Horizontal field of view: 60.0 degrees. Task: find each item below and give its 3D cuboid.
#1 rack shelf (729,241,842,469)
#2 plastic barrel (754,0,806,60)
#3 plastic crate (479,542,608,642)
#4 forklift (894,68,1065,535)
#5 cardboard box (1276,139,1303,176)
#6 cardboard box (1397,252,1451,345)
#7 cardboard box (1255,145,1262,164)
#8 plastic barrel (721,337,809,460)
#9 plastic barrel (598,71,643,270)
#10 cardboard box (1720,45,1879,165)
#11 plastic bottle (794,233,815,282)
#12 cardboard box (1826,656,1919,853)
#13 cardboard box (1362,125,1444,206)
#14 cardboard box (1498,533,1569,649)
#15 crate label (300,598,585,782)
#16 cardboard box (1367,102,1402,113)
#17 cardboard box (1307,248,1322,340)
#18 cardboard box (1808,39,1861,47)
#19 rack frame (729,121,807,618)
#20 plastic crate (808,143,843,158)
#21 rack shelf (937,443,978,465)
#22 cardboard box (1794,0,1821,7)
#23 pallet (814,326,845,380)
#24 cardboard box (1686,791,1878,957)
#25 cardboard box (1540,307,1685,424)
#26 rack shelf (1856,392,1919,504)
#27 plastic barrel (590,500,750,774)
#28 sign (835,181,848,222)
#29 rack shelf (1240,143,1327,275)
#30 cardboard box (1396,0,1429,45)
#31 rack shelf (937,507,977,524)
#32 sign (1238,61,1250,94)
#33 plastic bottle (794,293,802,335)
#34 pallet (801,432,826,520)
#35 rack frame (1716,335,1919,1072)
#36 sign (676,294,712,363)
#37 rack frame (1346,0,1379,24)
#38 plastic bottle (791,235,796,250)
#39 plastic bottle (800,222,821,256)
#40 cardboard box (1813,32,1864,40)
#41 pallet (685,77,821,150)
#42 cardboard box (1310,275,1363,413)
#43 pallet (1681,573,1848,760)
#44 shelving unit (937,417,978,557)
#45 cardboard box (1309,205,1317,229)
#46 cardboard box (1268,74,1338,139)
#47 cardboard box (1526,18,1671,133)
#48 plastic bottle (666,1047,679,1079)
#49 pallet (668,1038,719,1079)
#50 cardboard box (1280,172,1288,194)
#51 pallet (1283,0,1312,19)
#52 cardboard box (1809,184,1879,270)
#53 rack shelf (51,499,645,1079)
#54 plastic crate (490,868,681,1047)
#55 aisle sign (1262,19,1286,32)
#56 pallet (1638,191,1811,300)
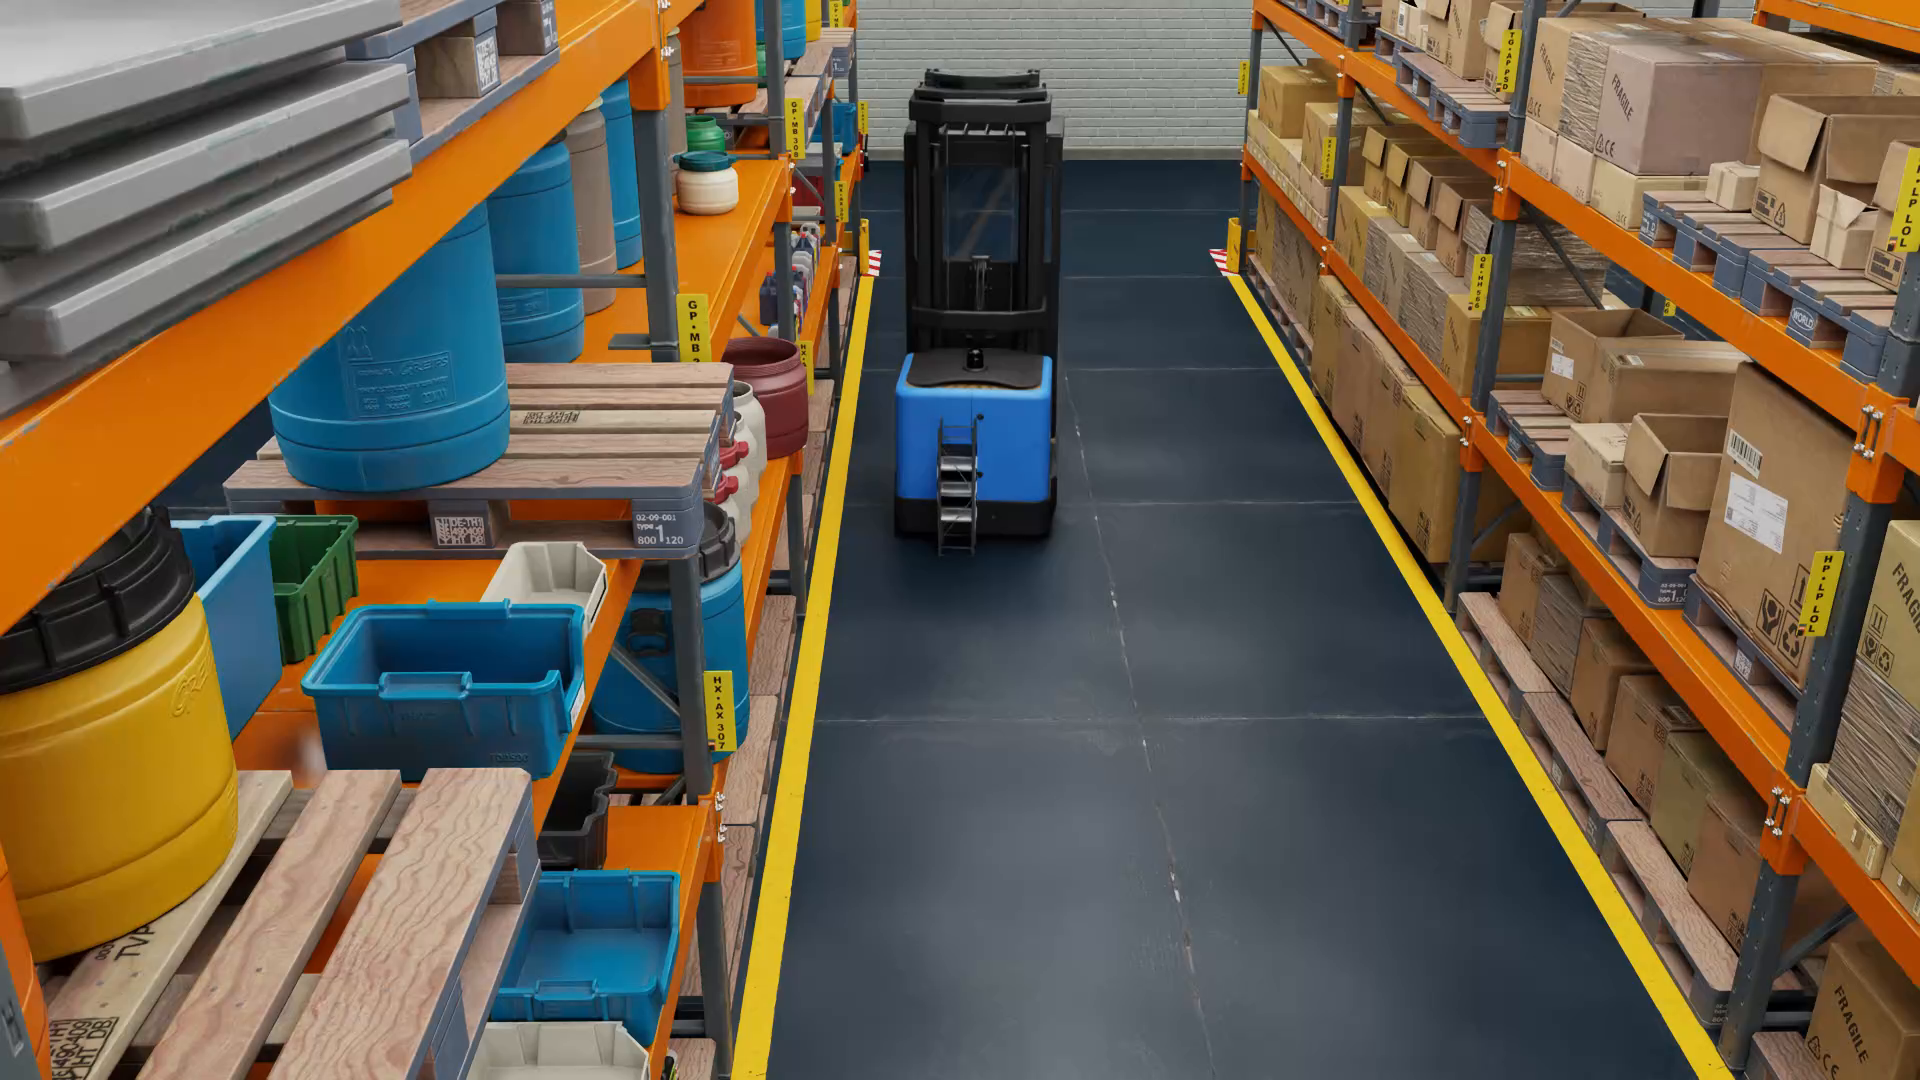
[{"bbox_3d":[-1.470,-1.410,11.600,1.077,0.370,4.000,0,24,-1],"label":"rack shelf"},{"bbox_3d":[-1.320,-3.645,10.912,0.600,0.901,0.708,0,24,-1],"label":"plastic barrel"},{"bbox_3d":[-0.982,0.148,3.963,0.243,0.136,0.396,0,24,-1],"label":"plastic crate"},{"bbox_3d":[0.177,-1.935,11.971,1.130,2.935,3.031,2,24,4],"label":"forklift"},{"bbox_3d":[3.178,-3.464,15.090,0.500,0.250,0.500,-1,24,-2],"label":"cardboard box"},{"bbox_3d":[3.243,-1.603,11.032,0.500,0.500,0.500,-1,24,-2],"label":"cardboard box"},{"bbox_3d":[3.099,-3.759,16.225,0.380,0.149,0.250,-1,24,-2],"label":"cardboard box"},{"bbox_3d":[-1.140,-0.785,9.182,0.600,0.536,0.708,0,24,-1],"label":"plastic barrel"},{"bbox_3d":[-1.641,-1.608,6.916,0.600,0.901,0.708,0,24,-1],"label":"plastic barrel"},{"bbox_3d":[3.767,-1.965,7.586,0.500,0.500,0.500,0,24,0],"label":"cardboard box"},{"bbox_3d":[-1.152,-2.086,12.281,0.144,0.351,0.185,0,24,-1],"label":"plastic bottle"},{"bbox_3d":[3.492,0.717,5.542,0.875,0.500,0.500,0,24,-1],"label":"cardboard box"},{"bbox_3d":[3.476,-2.823,12.514,0.797,0.503,0.637,-1,24,-2],"label":"cardboard box"},{"bbox_3d":[3.532,0.279,9.493,0.700,0.500,0.500,-2,24,-3],"label":"cardboard box"},{"bbox_3d":[-1.051,0.311,3.462,0.502,0.251,0.408,0,24,-1],"label":"crate label"},{"bbox_3d":[3.714,-3.394,14.026,0.500,0.500,0.500,0,24,-1],"label":"cardboard box"},{"bbox_3d":[3.534,-2.079,14.276,0.875,0.875,0.875,0,24,-1],"label":"cardboard box"},{"bbox_3d":[8.130,-4.455,15.765,0.500,0.500,0.500,0,24,1],"label":"cardboard box"},{"bbox_3d":[-1.448,-0.913,9.629,1.000,3.000,0.127,0,24,-1],"label":"rack frame"},{"bbox_3d":[-1.345,-3.782,16.219,0.396,0.136,0.243,0,24,-1],"label":"plastic crate"},{"bbox_3d":[-0.017,-0.559,10.819,0.258,0.077,0.200,2,24,4],"label":"rack shelf"},{"bbox_3d":[8.129,-5.108,15.446,0.500,0.250,0.500,1,24,1],"label":"cardboard box"},{"bbox_3d":[-1.538,-1.594,14.518,1.003,0.211,1.213,0,24,-1],"label":"pallet"},{"bbox_3d":[3.563,1.398,7.018,0.700,0.500,0.500,-2,24,-5],"label":"cardboard box"},{"bbox_3d":[3.551,-0.950,9.080,0.500,0.500,0.500,-3,25,-7],"label":"cardboard box"},{"bbox_3d":[3.570,0.498,3.742,1.077,0.370,4.000,0,24,-1],"label":"rack shelf"},{"bbox_3d":[-1.105,0.346,6.237,0.600,0.901,0.708,0,24,-1],"label":"plastic barrel"},{"bbox_3d":[-0.941,-2.689,13.220,0.100,0.325,0.005,0,24,-1],"label":"sign"},{"bbox_3d":[3.439,-3.080,15.293,1.077,0.370,4.000,0,24,-1],"label":"rack shelf"},{"bbox_3d":[3.383,-3.649,11.636,0.500,0.311,0.500,-1,24,-2],"label":"cardboard box"},{"bbox_3d":[-0.017,-0.149,11.004,0.258,0.077,0.200,2,24,4],"label":"rack shelf"},{"bbox_3d":[2.863,-4.663,16.772,0.100,0.325,0.005,0,24,-1],"label":"sign"},{"bbox_3d":[-1.096,-1.516,11.104,0.061,0.283,0.133,0,24,-1],"label":"plastic bottle"},{"bbox_3d":[-1.509,-0.469,12.031,1.003,0.211,1.213,0,24,-1],"label":"pallet"},{"bbox_3d":[3.548,0.713,6.034,1.000,3.000,0.127,0,24,-1],"label":"rack frame"},{"bbox_3d":[-0.854,-0.634,5.360,0.100,0.325,0.005,0,24,-1],"label":"sign"},{"bbox_3d":[3.461,-5.317,12.087,1.000,3.000,0.127,0,24,-1],"label":"rack frame"},{"bbox_3d":[-1.298,-2.161,12.448,0.144,0.351,0.185,0,24,-1],"label":"plastic bottle"},{"bbox_3d":[-1.164,-2.344,12.943,0.152,0.276,0.135,0,24,-1],"label":"plastic bottle"},{"bbox_3d":[8.632,-4.662,16.222,0.500,0.500,0.500,-1,24,-2],"label":"cardboard box"},{"bbox_3d":[-1.358,-2.510,9.748,1.003,0.211,1.213,0,24,-1],"label":"pallet"},{"bbox_3d":[3.488,-1.543,13.091,1.225,0.875,0.875,0,24,0],"label":"cardboard box"},{"bbox_3d":[3.686,0.485,6.771,1.003,0.211,1.213,0,24,-1],"label":"pallet"},{"bbox_3d":[-0.017,-0.343,10.916,0.258,0.900,0.210,2,24,4],"label":"shelving unit"},{"bbox_3d":[3.127,-2.700,13.884,0.380,0.149,0.250,0,24,0],"label":"cardboard box"},{"bbox_3d":[3.170,-4.022,15.415,0.500,0.500,0.500,-1,24,-2],"label":"cardboard box"},{"bbox_3d":[3.253,-2.381,8.506,0.500,0.500,0.500,0,24,0],"label":"cardboard box"},{"bbox_3d":[-1.089,1.958,6.144,0.097,0.201,0.097,0,24,0],"label":"plastic bottle"},{"bbox_3d":[-1.439,2.282,5.947,1.003,0.211,1.213,0,24,-1],"label":"pallet"},{"bbox_3d":[3.114,-3.228,15.052,0.380,0.149,0.250,0,24,0],"label":"cardboard box"},{"bbox_3d":[3.452,-4.749,14.577,1.003,0.211,1.213,0,24,-1],"label":"pallet"},{"bbox_3d":[3.438,-1.171,6.213,0.396,0.266,0.258,1,24,1],"label":"cardboard box"},{"bbox_3d":[-1.382,0.520,3.693,1.077,0.370,4.000,0,24,-1],"label":"rack shelf"},{"bbox_3d":[-1.121,1.258,5.010,0.499,0.251,0.616,0,24,-1],"label":"plastic crate"},{"bbox_3d":[3.117,-5.445,16.494,0.394,0.787,0.004,0,24,-1],"label":"aisle sign"},{"bbox_3d":[3.634,-1.251,6.963,1.213,0.211,1.003,0,24,-1],"label":"pallet"}]
